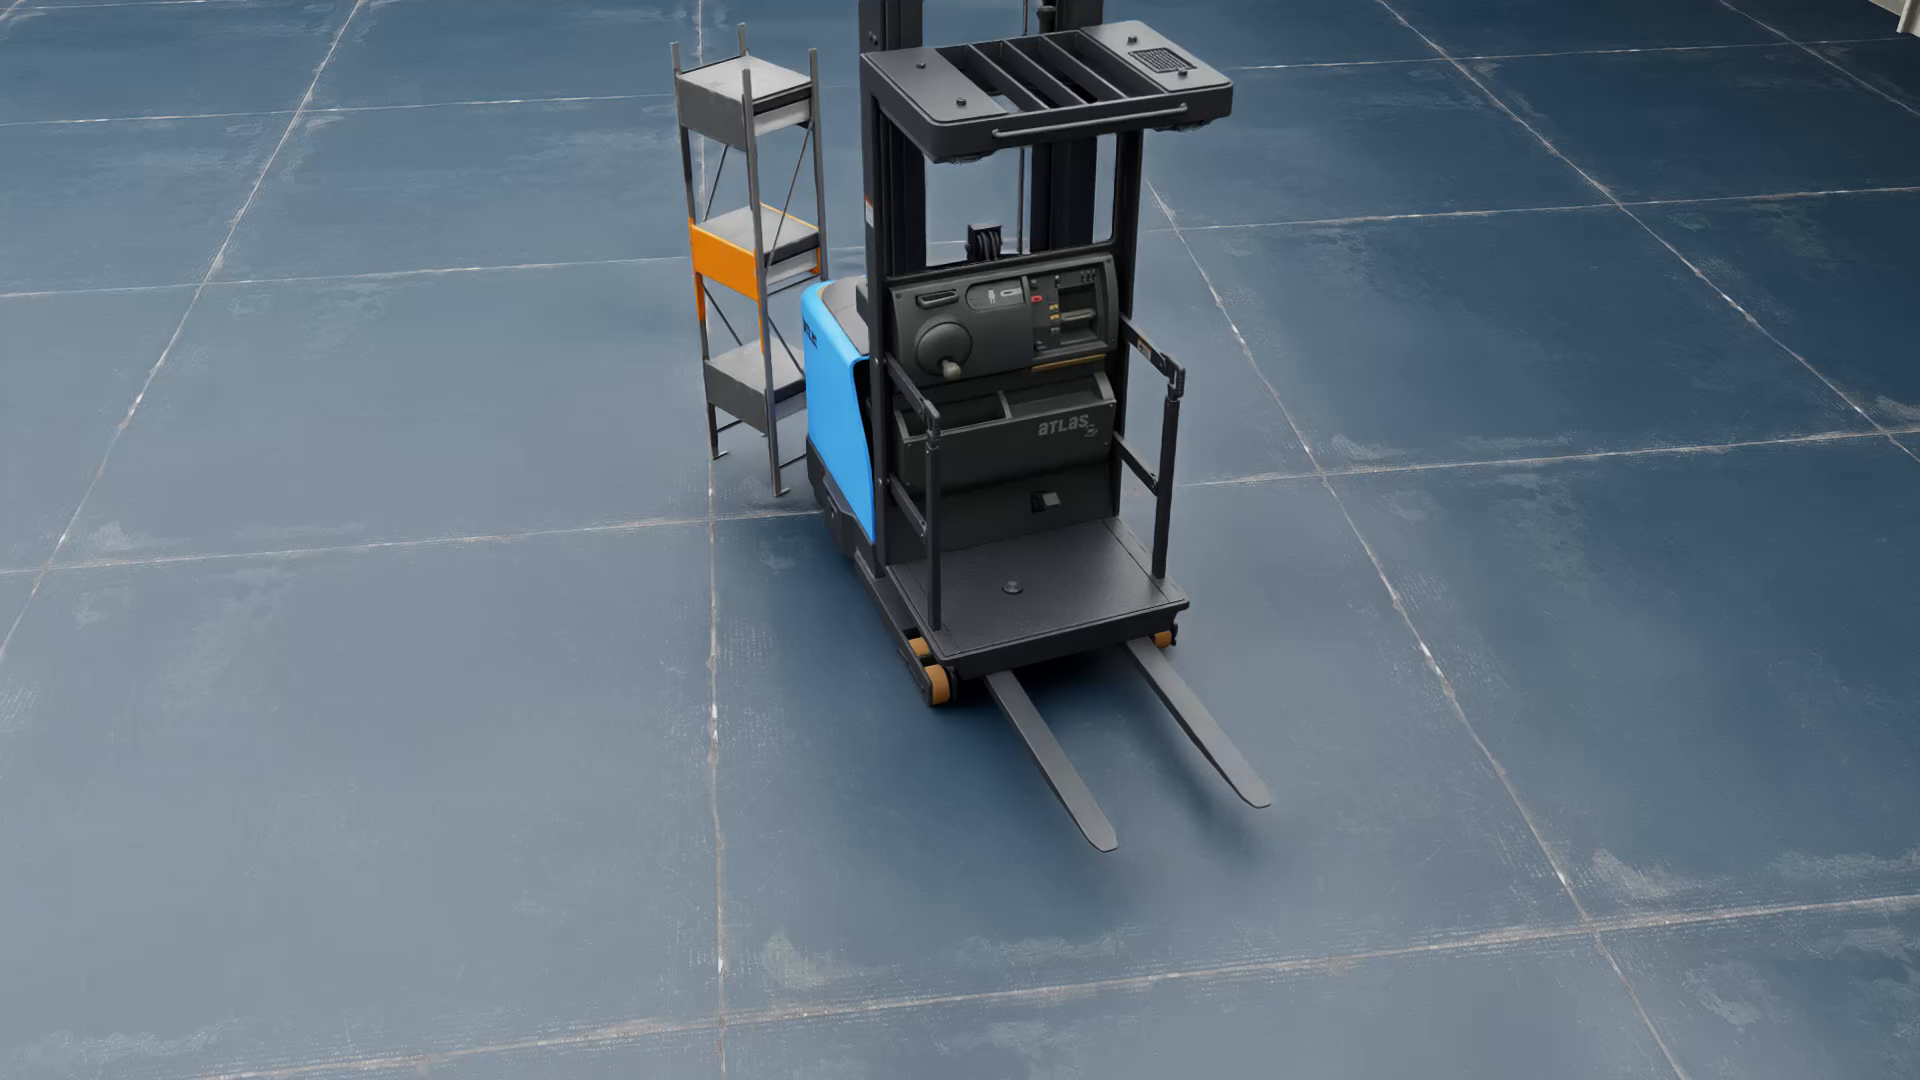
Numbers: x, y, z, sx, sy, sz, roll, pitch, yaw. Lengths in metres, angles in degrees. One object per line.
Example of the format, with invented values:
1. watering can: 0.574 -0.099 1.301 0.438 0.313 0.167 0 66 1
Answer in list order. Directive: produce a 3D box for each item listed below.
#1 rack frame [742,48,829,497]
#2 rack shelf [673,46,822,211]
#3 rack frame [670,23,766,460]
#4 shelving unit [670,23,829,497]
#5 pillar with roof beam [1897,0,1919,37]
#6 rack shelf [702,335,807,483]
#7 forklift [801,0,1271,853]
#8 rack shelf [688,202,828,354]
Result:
1. rack frame: -0.756 -1.156 7.581 0.400 2.100 0.015 -29 44 -36
2. rack shelf: -0.929 -1.820 7.337 0.431 0.518 0.480 -29 44 -36
3. rack frame: -1.100 -1.351 7.867 0.400 2.100 0.015 -29 44 -36
4. shelving unit: -0.928 -1.253 7.724 0.431 2.100 0.503 -29 44 -36
5. pillar with roof beam: 3.838 -7.606 10.920 9.100 9.000 0.400 -4 35 -6
6. rack shelf: -0.927 -0.664 8.126 0.431 0.518 0.480 -29 44 -36
7. forklift: 0.264 -0.808 6.332 1.130 2.935 3.031 -12 36 -17
8. rack shelf: -0.928 -1.242 7.732 0.431 0.518 0.480 -29 44 -36
